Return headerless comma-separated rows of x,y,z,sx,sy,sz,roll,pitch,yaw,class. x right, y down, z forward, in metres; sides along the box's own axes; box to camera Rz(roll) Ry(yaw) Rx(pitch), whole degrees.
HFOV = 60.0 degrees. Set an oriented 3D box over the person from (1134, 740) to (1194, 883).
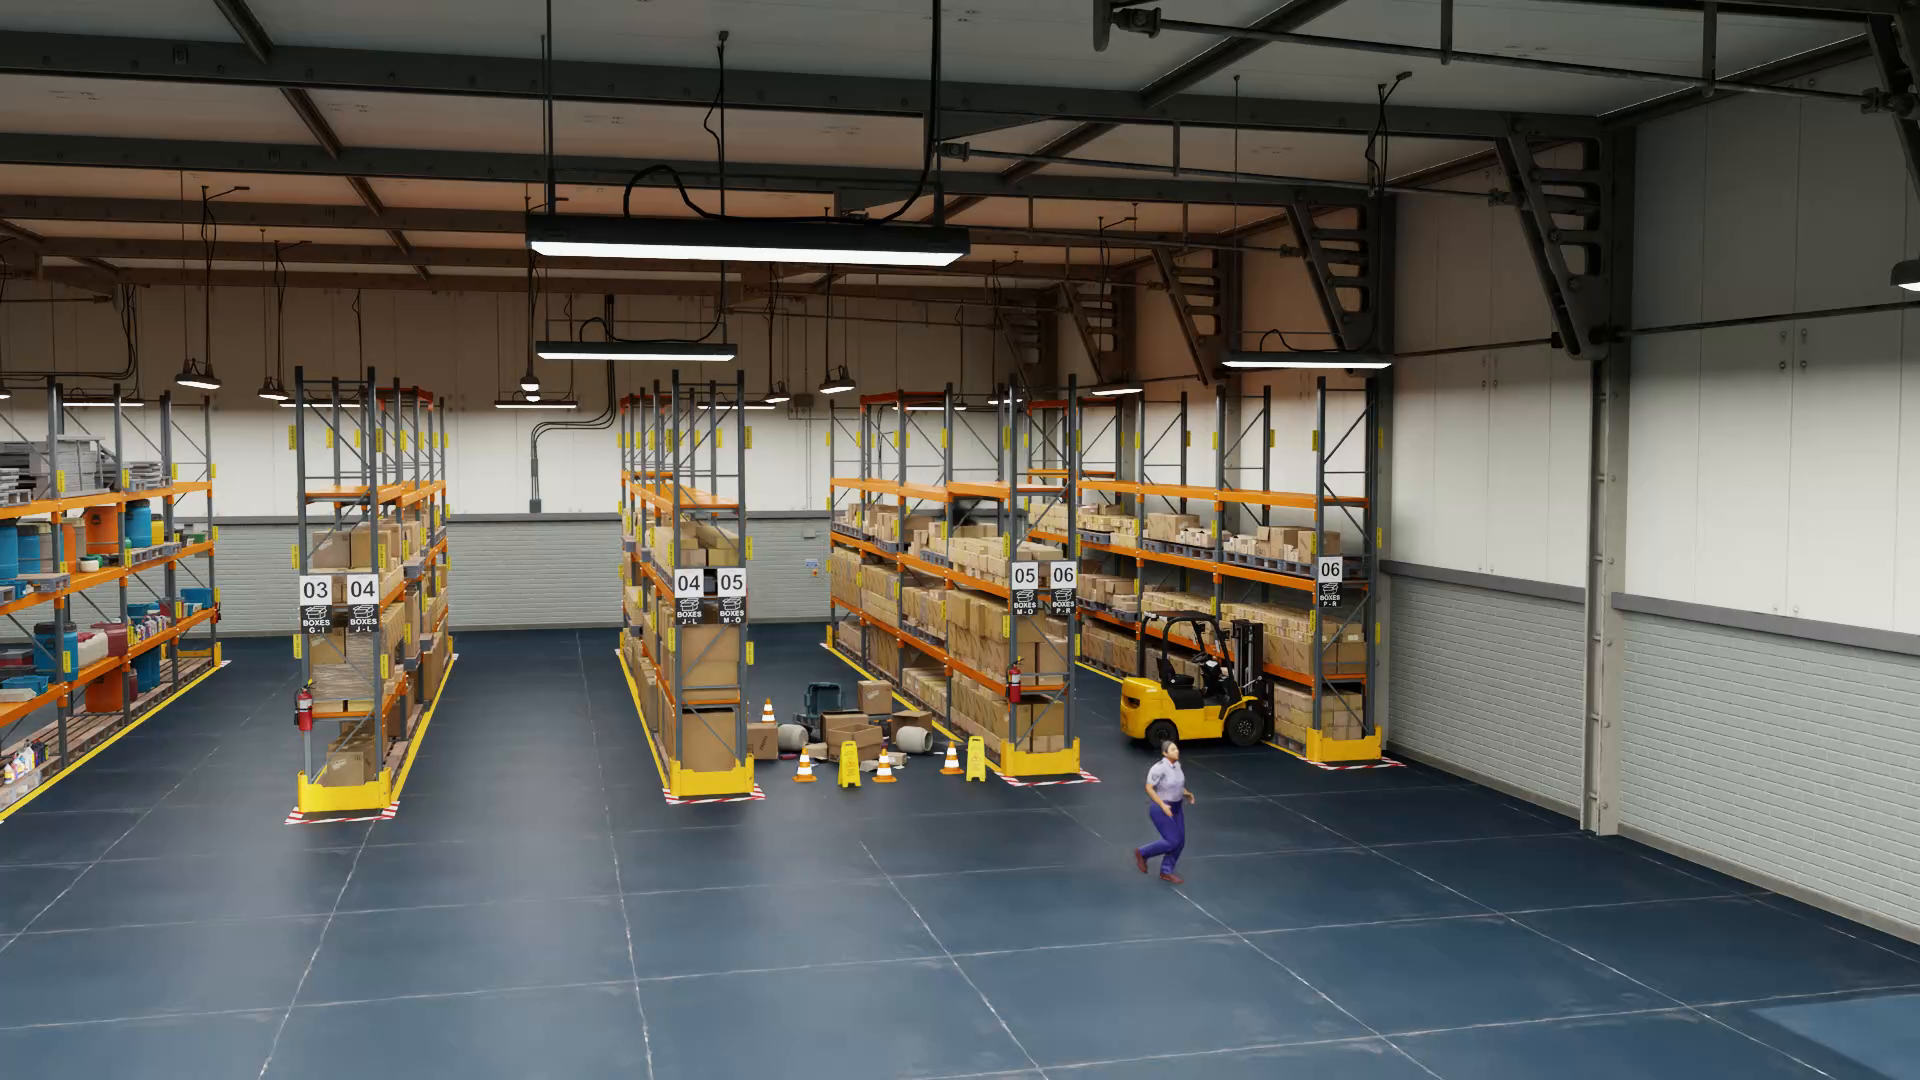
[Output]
2.346,3.083,18.936,0.596,1.613,0.600,2,4,35,person
